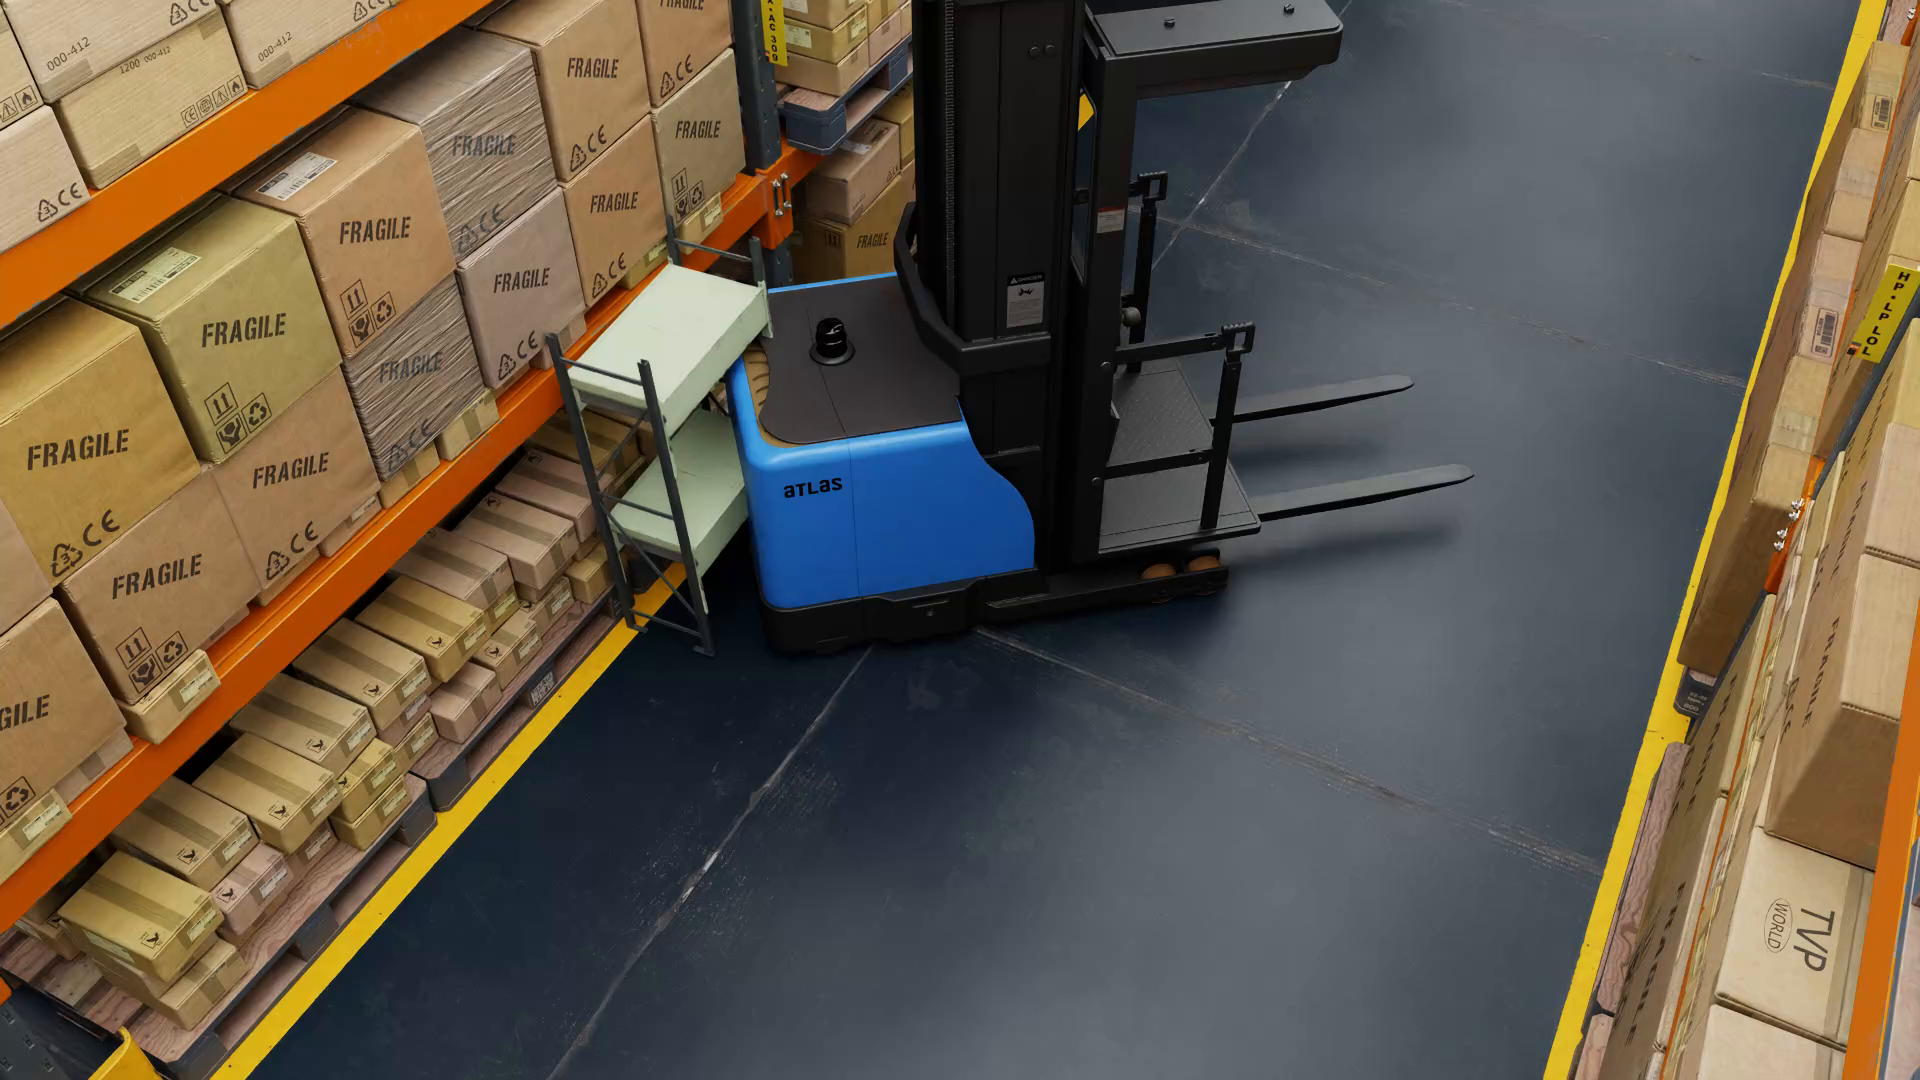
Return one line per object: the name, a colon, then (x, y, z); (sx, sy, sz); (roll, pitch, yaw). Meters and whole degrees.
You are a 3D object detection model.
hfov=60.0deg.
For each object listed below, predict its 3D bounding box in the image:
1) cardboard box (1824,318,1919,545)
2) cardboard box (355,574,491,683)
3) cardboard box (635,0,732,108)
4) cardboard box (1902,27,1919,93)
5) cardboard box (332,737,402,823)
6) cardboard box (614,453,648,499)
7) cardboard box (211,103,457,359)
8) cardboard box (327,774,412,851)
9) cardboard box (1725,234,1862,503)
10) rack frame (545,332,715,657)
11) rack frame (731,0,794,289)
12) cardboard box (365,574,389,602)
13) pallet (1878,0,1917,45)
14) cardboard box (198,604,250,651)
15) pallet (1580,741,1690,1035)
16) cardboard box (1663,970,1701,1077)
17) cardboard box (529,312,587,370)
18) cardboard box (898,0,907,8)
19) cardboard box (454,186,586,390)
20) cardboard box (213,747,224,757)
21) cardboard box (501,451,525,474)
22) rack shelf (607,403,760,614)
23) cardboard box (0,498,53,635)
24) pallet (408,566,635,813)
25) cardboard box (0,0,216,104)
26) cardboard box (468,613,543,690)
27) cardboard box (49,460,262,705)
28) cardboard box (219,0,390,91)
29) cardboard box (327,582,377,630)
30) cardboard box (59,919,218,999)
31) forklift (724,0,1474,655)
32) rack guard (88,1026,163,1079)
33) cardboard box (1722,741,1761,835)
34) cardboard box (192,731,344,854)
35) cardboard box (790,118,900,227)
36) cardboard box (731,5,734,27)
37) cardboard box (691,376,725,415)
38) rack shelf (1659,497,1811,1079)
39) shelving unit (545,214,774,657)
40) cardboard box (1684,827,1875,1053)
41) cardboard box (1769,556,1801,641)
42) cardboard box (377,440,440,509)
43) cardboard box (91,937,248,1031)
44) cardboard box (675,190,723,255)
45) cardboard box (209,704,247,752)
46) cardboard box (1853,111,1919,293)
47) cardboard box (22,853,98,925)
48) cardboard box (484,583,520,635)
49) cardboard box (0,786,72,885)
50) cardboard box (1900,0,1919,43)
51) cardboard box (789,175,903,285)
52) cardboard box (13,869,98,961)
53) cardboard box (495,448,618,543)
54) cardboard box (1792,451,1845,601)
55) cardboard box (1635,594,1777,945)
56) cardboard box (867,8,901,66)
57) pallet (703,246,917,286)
cardboard box: (2.712, -0.197, 4.485); (0.500, 0.500, 0.500); (20, 49, 19)
cardboard box: (-1.905, 0.311, 5.904); (0.380, 0.149, 0.250); (21, 49, 20)
cardboard box: (-1.164, -1.906, 5.823); (0.500, 0.500, 0.500); (19, 48, 18)
cardboard box: (4.314, -2.112, 6.938); (0.500, 0.500, 0.500); (19, 48, 18)
cardboard box: (-2.144, 0.761, 5.669); (0.380, 0.149, 0.250); (22, 49, 20)
cardboard box: (-1.476, -0.273, 6.690); (0.380, 0.149, 0.250); (21, 49, 19)
cardboard box: (-1.875, -0.930, 4.857); (0.500, 0.500, 0.500); (19, 48, 18)
cardboard box: (-2.141, 0.874, 5.766); (0.380, 0.149, 0.250); (21, 49, 20)
cardboard box: (3.854, -0.473, 6.587); (1.225, 0.875, 0.875); (19, 48, 18)
rack frame: (-1.181, -0.120, 6.078); (0.400, 1.500, 0.023); (17, 50, 19)
rack frame: (-1.185, -1.801, 6.701); (1.000, 3.000, 0.127); (20, 49, 19)
cardboard box: (-2.343, 0.046, 6.375); (0.380, 0.149, 0.250); (21, 49, 19)
pallet: (5.949, -2.896, 9.744); (1.003, 0.211, 1.213); (20, 49, 19)
cardboard box: (-2.349, 0.177, 4.922); (0.380, 0.149, 0.250); (23, 50, 21)
pallet: (2.739, 1.334, 5.563); (1.003, 0.211, 1.213); (20, 49, 19)
cardboard box: (1.888, 1.213, 3.899); (0.380, 0.149, 0.250); (21, 49, 20)
cardboard box: (-1.552, -0.773, 5.861); (0.380, 0.149, 0.250); (18, 48, 17)
cardboard box: (-0.357, -2.387, 6.953); (0.380, 0.149, 0.250); (22, 49, 20)
cardboard box: (-1.634, -0.903, 5.534); (0.500, 0.500, 0.500); (20, 49, 19)
cardboard box: (-2.651, 0.680, 5.958); (0.380, 0.149, 0.250); (21, 49, 19)
cardboard box: (-1.884, -0.404, 6.821); (0.380, 0.149, 0.250); (18, 48, 17)
rack shelf: (-1.013, -0.138, 6.539); (0.431, 0.370, 0.720); (17, 50, 19)
cardboard box: (-2.599, 0.033, 3.906); (0.500, 0.500, 0.500); (20, 49, 19)
pallet: (-2.031, 0.386, 6.500); (1.003, 0.211, 1.213); (20, 49, 19)
cardboard box: (-2.122, -1.292, 3.843); (0.500, 0.250, 0.500); (21, 49, 19)
cardboard box: (-1.809, 0.370, 6.264); (0.380, 0.149, 0.250); (20, 49, 19)
cardboard box: (-2.363, 0.042, 4.600); (0.500, 0.500, 0.500); (21, 49, 19)
cardboard box: (-1.882, -1.461, 4.362); (0.500, 0.250, 0.500); (20, 49, 19)
cardboard box: (-2.373, 0.144, 6.070); (0.380, 0.149, 0.250); (19, 48, 18)
cardboard box: (-2.571, 1.224, 5.211); (0.380, 0.149, 0.250); (22, 49, 21)
forklift: (0.612, -1.132, 6.088); (3.031, 2.935, 1.130); (-9, 46, -9)
rack guard: (-3.007, 1.550, 5.146); (1.175, 0.500, 0.348); (20, 49, 19)
cardboard box: (2.246, 0.725, 4.381); (0.380, 0.149, 0.250); (20, 49, 19)
cardboard box: (-2.246, 0.817, 5.404); (0.380, 0.149, 0.250); (20, 49, 19)
cardboard box: (-0.608, -1.711, 7.547); (0.500, 0.250, 0.500); (18, 48, 17)
cardboard box: (-1.056, -2.339, 7.114); (0.380, 0.149, 0.250); (21, 49, 19)
cardboard box: (-1.203, -0.671, 6.875); (0.380, 0.149, 0.250); (21, 49, 20)
rack shelf: (2.233, 1.413, 4.030); (1.077, 0.370, 4.000); (20, 49, 19)
shelving unit: (-1.026, -0.363, 6.304); (0.431, 1.500, 0.755); (17, 50, 19)
cardboard box: (2.004, 1.006, 3.823); (0.500, 0.250, 0.500); (21, 49, 19)
cardboard box: (2.607, 0.231, 4.869); (0.380, 0.149, 0.250); (19, 48, 18)
cardboard box: (-1.922, -0.288, 5.382); (0.380, 0.149, 0.250); (22, 49, 20)
cardboard box: (-2.515, 1.349, 5.296); (0.380, 0.149, 0.250); (21, 49, 20)
cardboard box: (-1.134, -1.257, 6.340); (0.380, 0.149, 0.250); (19, 48, 18)
cardboard box: (-2.594, 0.579, 5.848); (0.380, 0.149, 0.250); (20, 49, 19)
cardboard box: (3.608, -1.160, 5.997); (0.500, 0.500, 0.500); (20, 49, 19)
cardboard box: (-3.050, 1.042, 5.391); (0.380, 0.149, 0.250); (19, 48, 18)
cardboard box: (-1.881, 0.211, 6.213); (0.380, 0.149, 0.250); (23, 50, 21)
cardboard box: (-2.601, 0.712, 4.394); (0.380, 0.149, 0.250); (20, 49, 19)
cardboard box: (5.814, -3.037, 9.371); (0.700, 0.500, 0.500); (24, 50, 22)
cardboard box: (-0.607, -1.448, 7.814); (0.500, 0.500, 0.500); (22, 49, 21)
cardboard box: (-2.982, 1.173, 5.470); (0.380, 0.149, 0.250); (21, 49, 20)
cardboard box: (-1.546, -0.173, 6.383); (0.380, 0.149, 0.250); (18, 48, 17)
cardboard box: (2.711, 0.058, 4.760); (0.500, 0.250, 0.500); (20, 49, 18)
cardboard box: (2.784, 0.889, 5.241); (0.875, 0.875, 0.875); (20, 49, 19)
cardboard box: (-0.471, -2.133, 6.910); (0.380, 0.149, 0.250); (21, 49, 20)
pallet: (-0.825, -1.311, 8.178); (1.003, 0.211, 1.213); (20, 49, 19)
